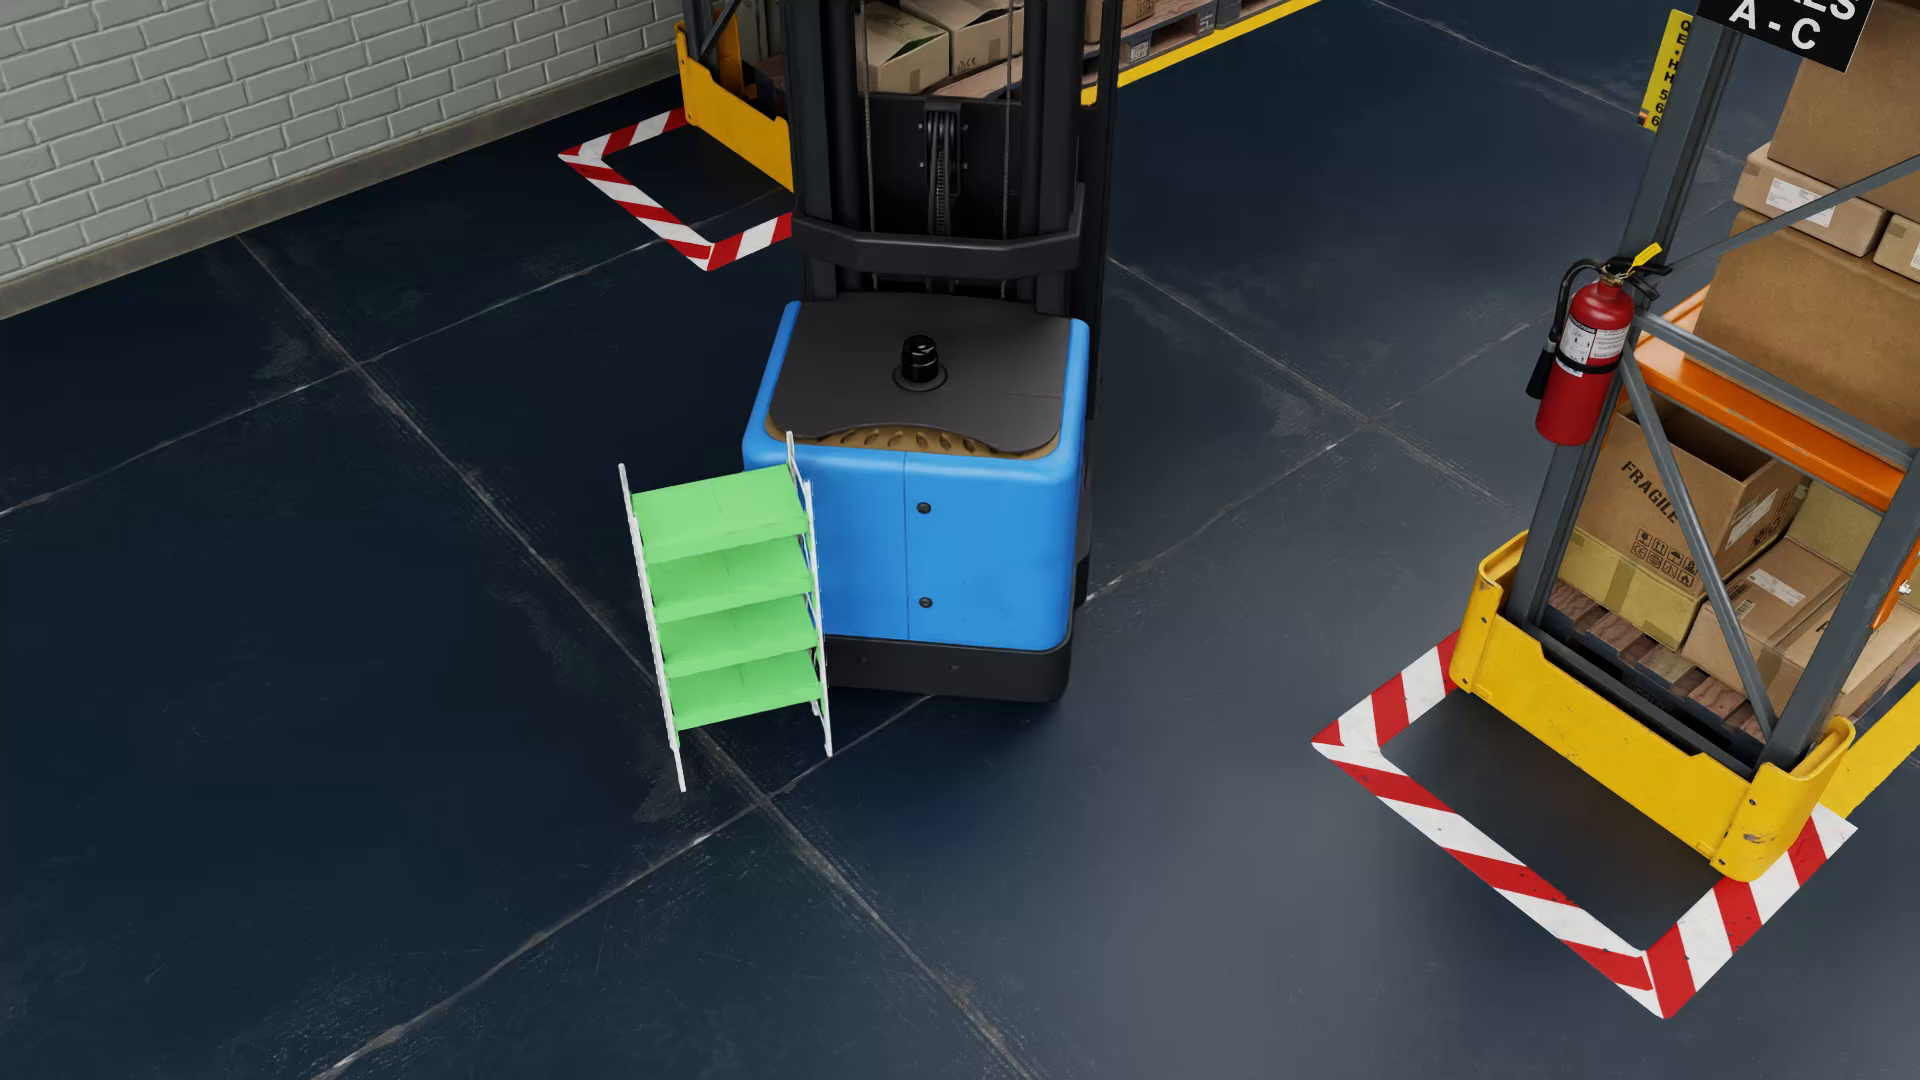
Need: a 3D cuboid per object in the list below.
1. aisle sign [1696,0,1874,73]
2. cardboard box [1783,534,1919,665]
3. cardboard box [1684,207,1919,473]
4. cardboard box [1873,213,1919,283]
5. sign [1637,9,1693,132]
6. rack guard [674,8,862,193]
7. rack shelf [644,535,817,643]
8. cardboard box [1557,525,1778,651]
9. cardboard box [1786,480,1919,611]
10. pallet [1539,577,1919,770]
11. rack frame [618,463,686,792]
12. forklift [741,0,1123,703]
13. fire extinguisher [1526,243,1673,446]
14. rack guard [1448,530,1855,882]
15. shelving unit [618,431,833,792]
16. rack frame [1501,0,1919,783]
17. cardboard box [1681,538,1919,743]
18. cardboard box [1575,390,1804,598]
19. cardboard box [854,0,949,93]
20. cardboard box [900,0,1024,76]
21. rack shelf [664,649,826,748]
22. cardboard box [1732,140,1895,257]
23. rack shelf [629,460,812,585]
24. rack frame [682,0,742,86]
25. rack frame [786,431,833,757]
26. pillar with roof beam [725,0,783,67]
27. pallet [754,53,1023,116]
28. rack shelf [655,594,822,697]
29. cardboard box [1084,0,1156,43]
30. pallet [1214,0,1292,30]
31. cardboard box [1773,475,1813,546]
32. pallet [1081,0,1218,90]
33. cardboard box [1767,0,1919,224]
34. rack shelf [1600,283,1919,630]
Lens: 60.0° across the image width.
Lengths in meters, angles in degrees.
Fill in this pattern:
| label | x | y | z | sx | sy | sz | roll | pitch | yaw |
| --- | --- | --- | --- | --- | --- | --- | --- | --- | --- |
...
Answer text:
| label | x | y | z | sx | sy | sz | roll | pitch | yaw |
| --- | --- | --- | --- | --- | --- | --- | --- | --- | --- |
| aisle sign | 1.950 | -1.486 | 3.742 | 0.004 | 0.787 | 0.394 | -30 | 51 | -28 |
| cardboard box | 3.124 | 0.096 | 5.658 | 0.500 | 0.250 | 0.500 | -30 | 51 | -28 |
| cardboard box | 2.555 | -0.647 | 4.675 | 0.500 | 0.500 | 0.700 | -30 | 51 | -28 |
| cardboard box | 2.628 | -0.745 | 4.305 | 0.250 | 0.149 | 0.380 | -30 | 51 | -28 |
| sign | 1.852 | -1.212 | 4.331 | 0.005 | 0.325 | 0.100 | -30 | 51 | -28 |
| rack guard | -0.934 | -2.134 | 8.158 | 0.348 | 0.500 | 1.175 | -30 | 51 | -28 |
| rack shelf | -0.696 | 0.121 | 4.987 | 0.480 | 0.148 | 0.258 | -12 | 45 | -12 |
| cardboard box | 2.411 | 0.046 | 5.712 | 0.500 | 0.250 | 0.500 | -30 | 51 | -28 |
| cardboard box | 3.126 | -0.176 | 5.400 | 0.500 | 0.500 | 0.500 | -30 | 51 | -28 |
| pallet | 2.749 | 0.246 | 5.834 | 1.213 | 0.211 | 1.003 | -30 | 51 | -28 |
| rack frame | -0.929 | 0.299 | 5.055 | 0.015 | 1.200 | 0.240 | -12 | 45 | -12 |
| forklift | -0.002 | -1.534 | 5.742 | 1.130 | 2.935 | 3.031 | 4 | 43 | 5 |
| fire extinguisher | 1.800 | -0.576 | 4.729 | 0.183 | 0.674 | 0.296 | -30 | 51 | -28 |
| rack guard | 2.171 | 0.509 | 5.343 | 0.348 | 0.500 | 1.175 | -30 | 51 | -28 |
| shelving unit | -0.696 | 0.249 | 5.108 | 0.503 | 1.200 | 0.258 | -12 | 45 | -12 |
| rack frame | 2.189 | -0.413 | 4.498 | 0.127 | 3.000 | 1.000 | -30 | 51 | -28 |
| cardboard box | 2.743 | 0.318 | 5.422 | 0.500 | 0.250 | 0.500 | -30 | 51 | -28 |
| cardboard box | 2.410 | -0.229 | 5.456 | 0.500 | 0.500 | 0.500 | -30 | 51 | -28 |
| cardboard box | -0.404 | -2.449 | 8.309 | 0.500 | 0.311 | 0.500 | 33 | 52 | 30 |
| cardboard box | 0.034 | -2.700 | 8.576 | 0.500 | 0.311 | 0.500 | -26 | 49 | -25 |
| rack shelf | -0.696 | 0.471 | 5.316 | 0.480 | 0.148 | 0.258 | -12 | 45 | -12 |
| cardboard box | 2.360 | -0.953 | 4.527 | 0.250 | 0.149 | 0.380 | -31 | 51 | -28 |
| rack shelf | -0.696 | -0.054 | 4.823 | 0.480 | 0.148 | 0.258 | -12 | 45 | -12 |
| rack frame | -0.992 | -3.012 | 7.266 | 0.127 | 3.000 | 1.000 | -30 | 51 | -28 |
| rack frame | -0.463 | 0.200 | 5.161 | 0.015 | 1.200 | 0.240 | -12 | 45 | -12 |
| pillar with roof beam | 1.752 | -3.700 | 3.617 | 0.400 | 9.000 | 9.100 | -30 | 51 | -28 |
| pallet | -0.288 | -2.367 | 8.617 | 1.213 | 0.211 | 1.003 | -30 | 51 | -28 |
| rack shelf | -0.696 | 0.296 | 5.152 | 0.480 | 0.148 | 0.258 | -12 | 45 | -12 |
| cardboard box | 0.629 | -3.064 | 8.826 | 0.500 | 0.500 | 0.700 | -33 | 52 | -30 |
| pallet | 1.584 | -3.439 | 9.758 | 1.213 | 0.211 | 1.003 | -30 | 51 | -28 |
| cardboard box | 2.787 | -0.180 | 5.952 | 0.500 | 0.250 | 0.500 | -30 | 51 | -28 |
| pallet | 0.647 | -2.900 | 9.184 | 1.213 | 0.211 | 1.003 | -30 | 51 | -28 |
| cardboard box | 2.596 | -1.144 | 4.256 | 0.500 | 0.500 | 0.700 | -30 | 51 | -28 |
| rack shelf | 3.723 | -1.029 | 5.680 | 4.000 | 0.370 | 1.077 | -30 | 51 | -28 |
